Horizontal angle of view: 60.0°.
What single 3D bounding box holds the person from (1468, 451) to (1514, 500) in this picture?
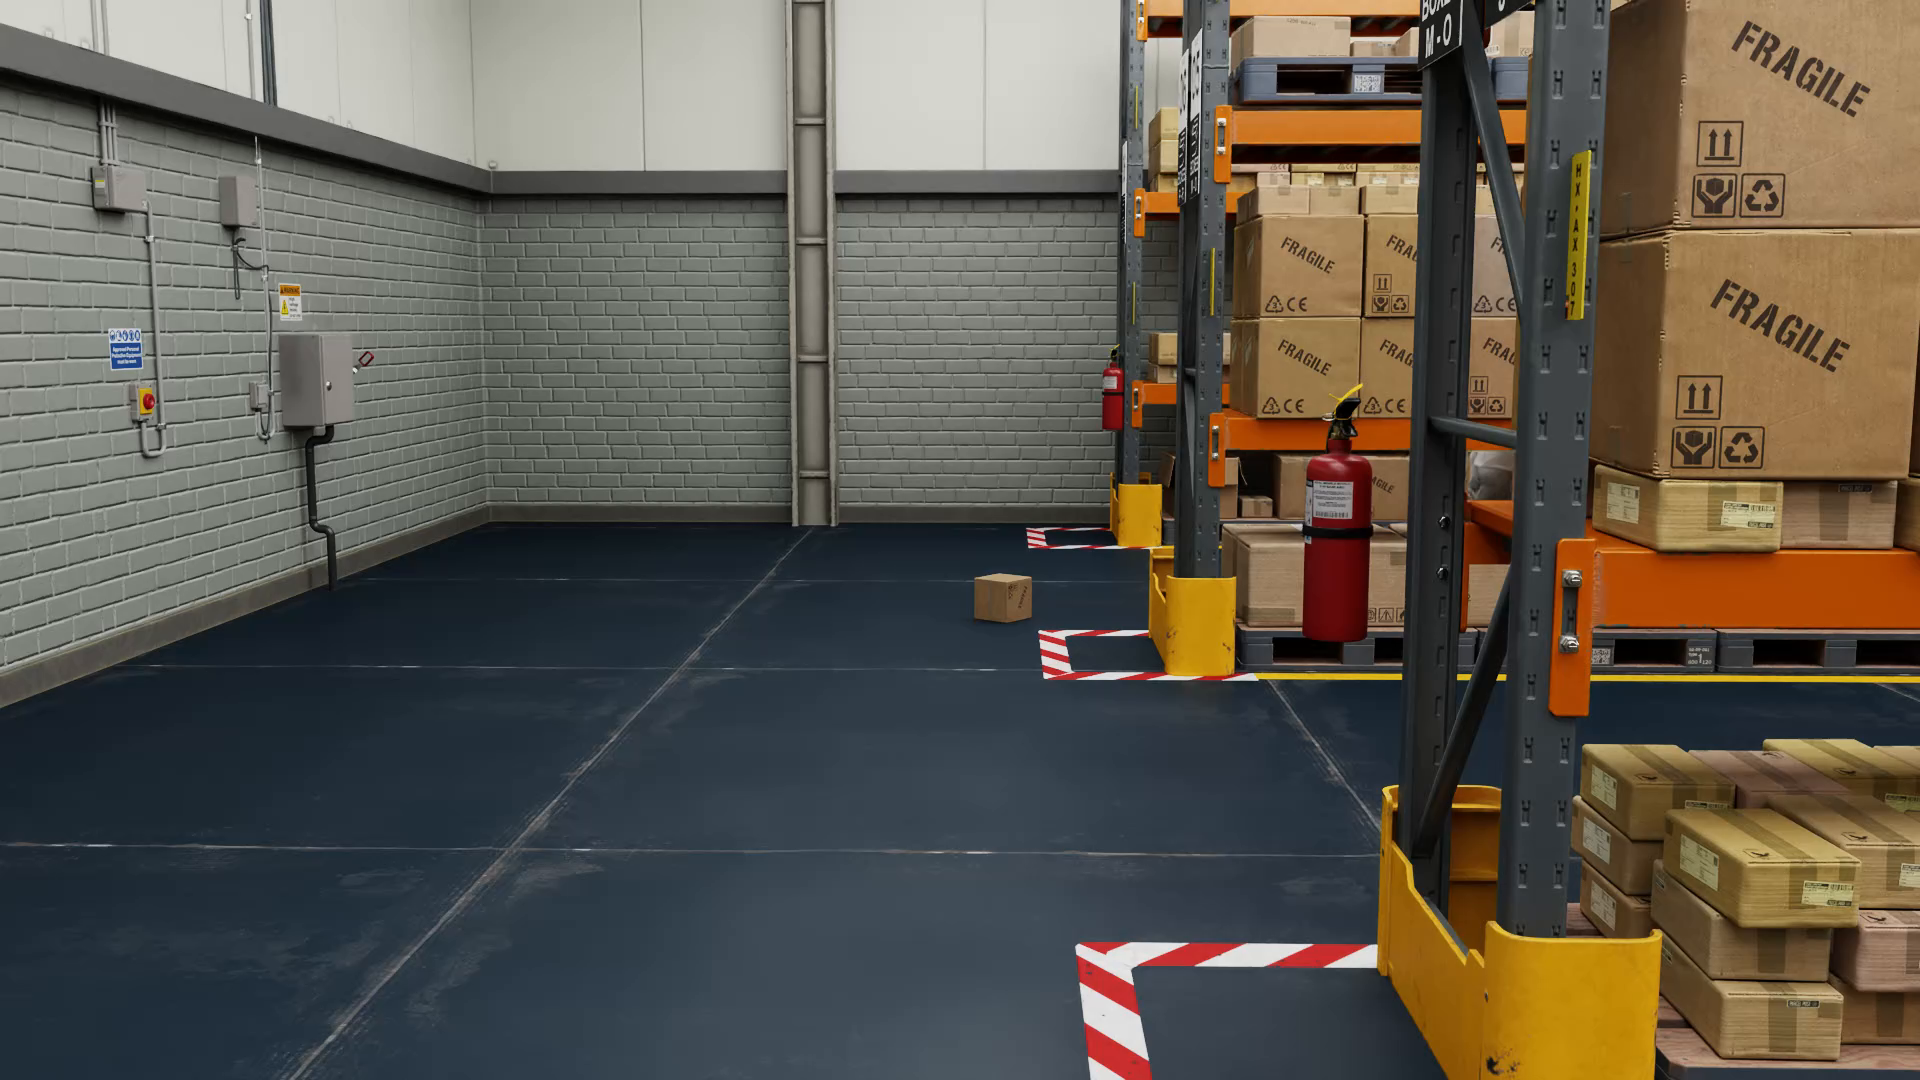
[{"bbox_3d":[3.477,-0.434,10.481,1.017,1.619,0.504,0,7,3],"label":"person"}]
